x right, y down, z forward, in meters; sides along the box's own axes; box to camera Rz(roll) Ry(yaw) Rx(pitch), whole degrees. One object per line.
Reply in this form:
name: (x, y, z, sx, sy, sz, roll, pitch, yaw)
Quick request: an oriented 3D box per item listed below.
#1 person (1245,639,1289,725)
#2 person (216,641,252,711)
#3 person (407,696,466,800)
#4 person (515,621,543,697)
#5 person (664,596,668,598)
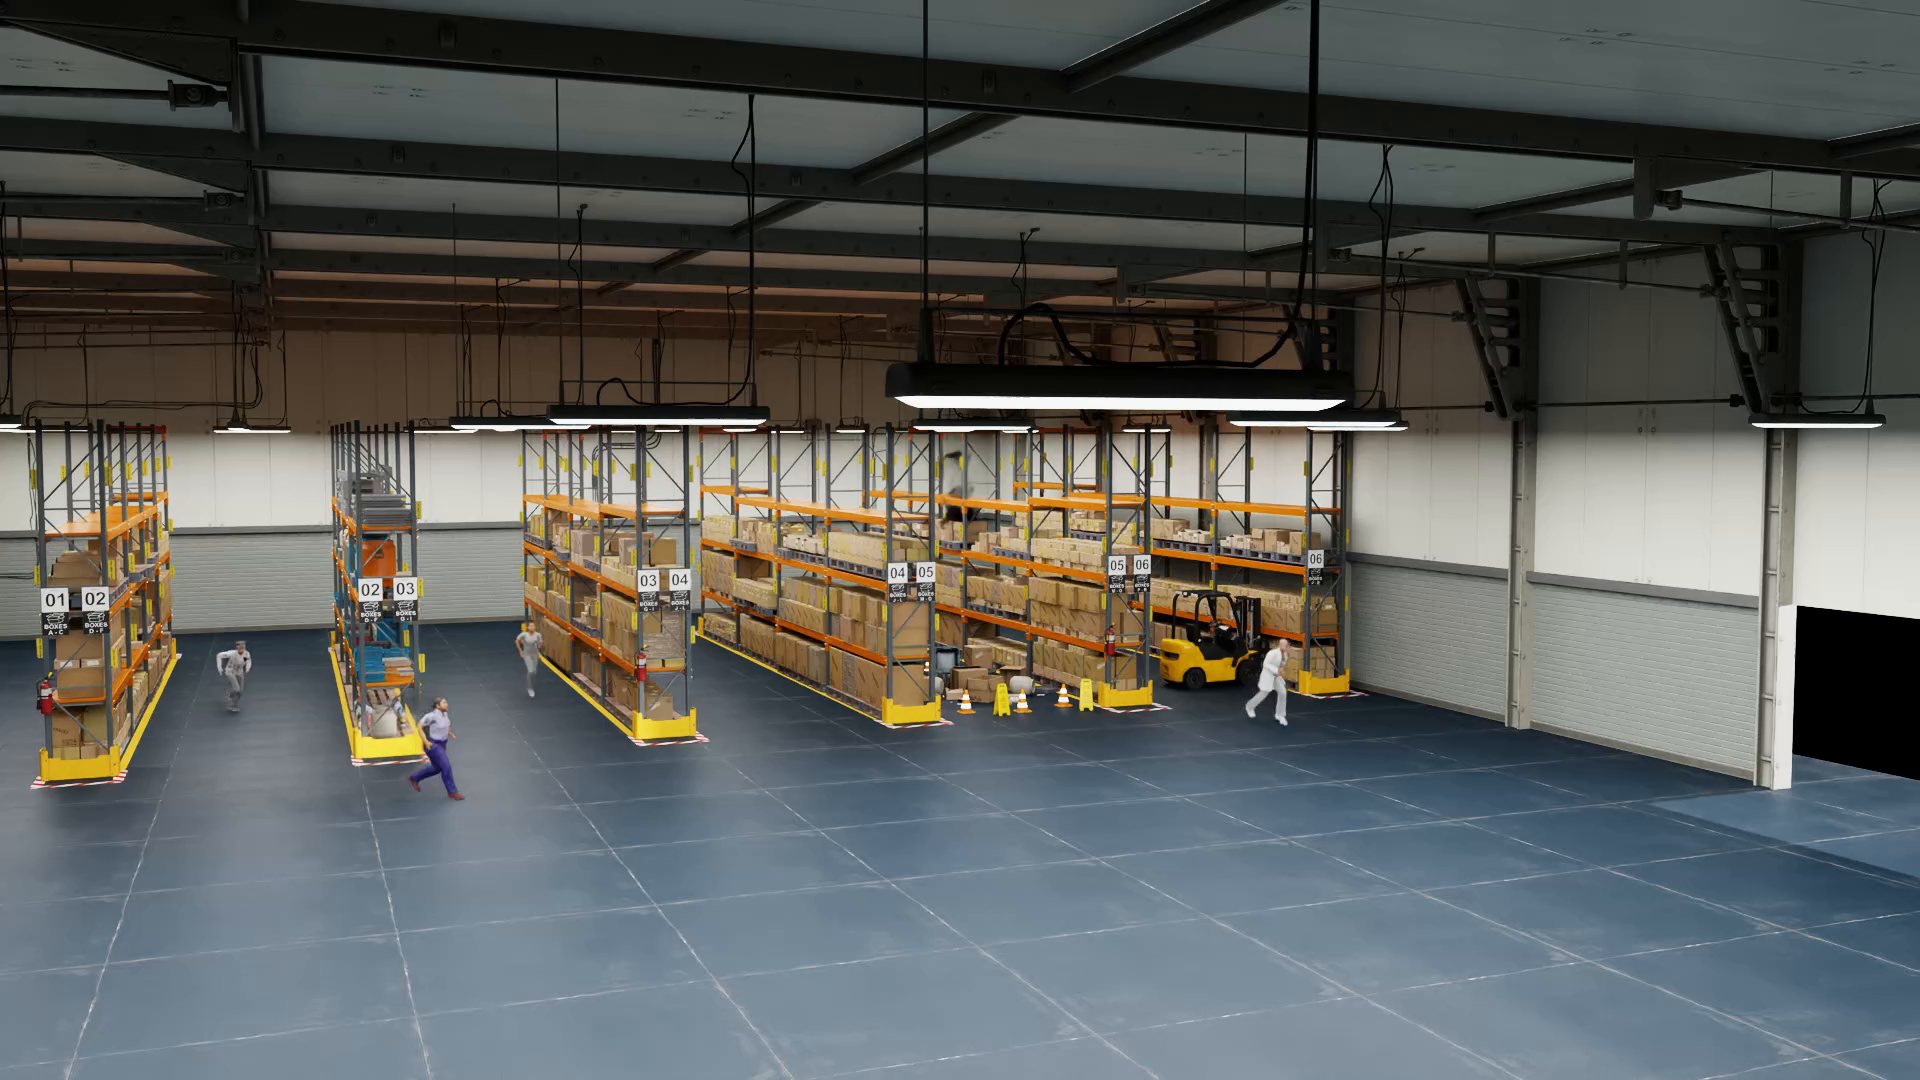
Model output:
person: (6.166, 2.816, 33.358, 0.755, 1.743, 1.064, -4, 5, -45)
person: (-15.014, 2.827, 34.410, 0.820, 1.496, 0.644, 3, 5, 44)
person: (-8.263, 3.276, 26.189, 0.945, 1.649, 0.629, 0, 4, 6)
person: (-9.458, 2.618, 36.614, 0.564, 1.693, 0.765, -2, 4, -30)
person: (-8.542, 1.874, 47.681, 0.696, 1.782, 0.843, 1, 4, 13)
